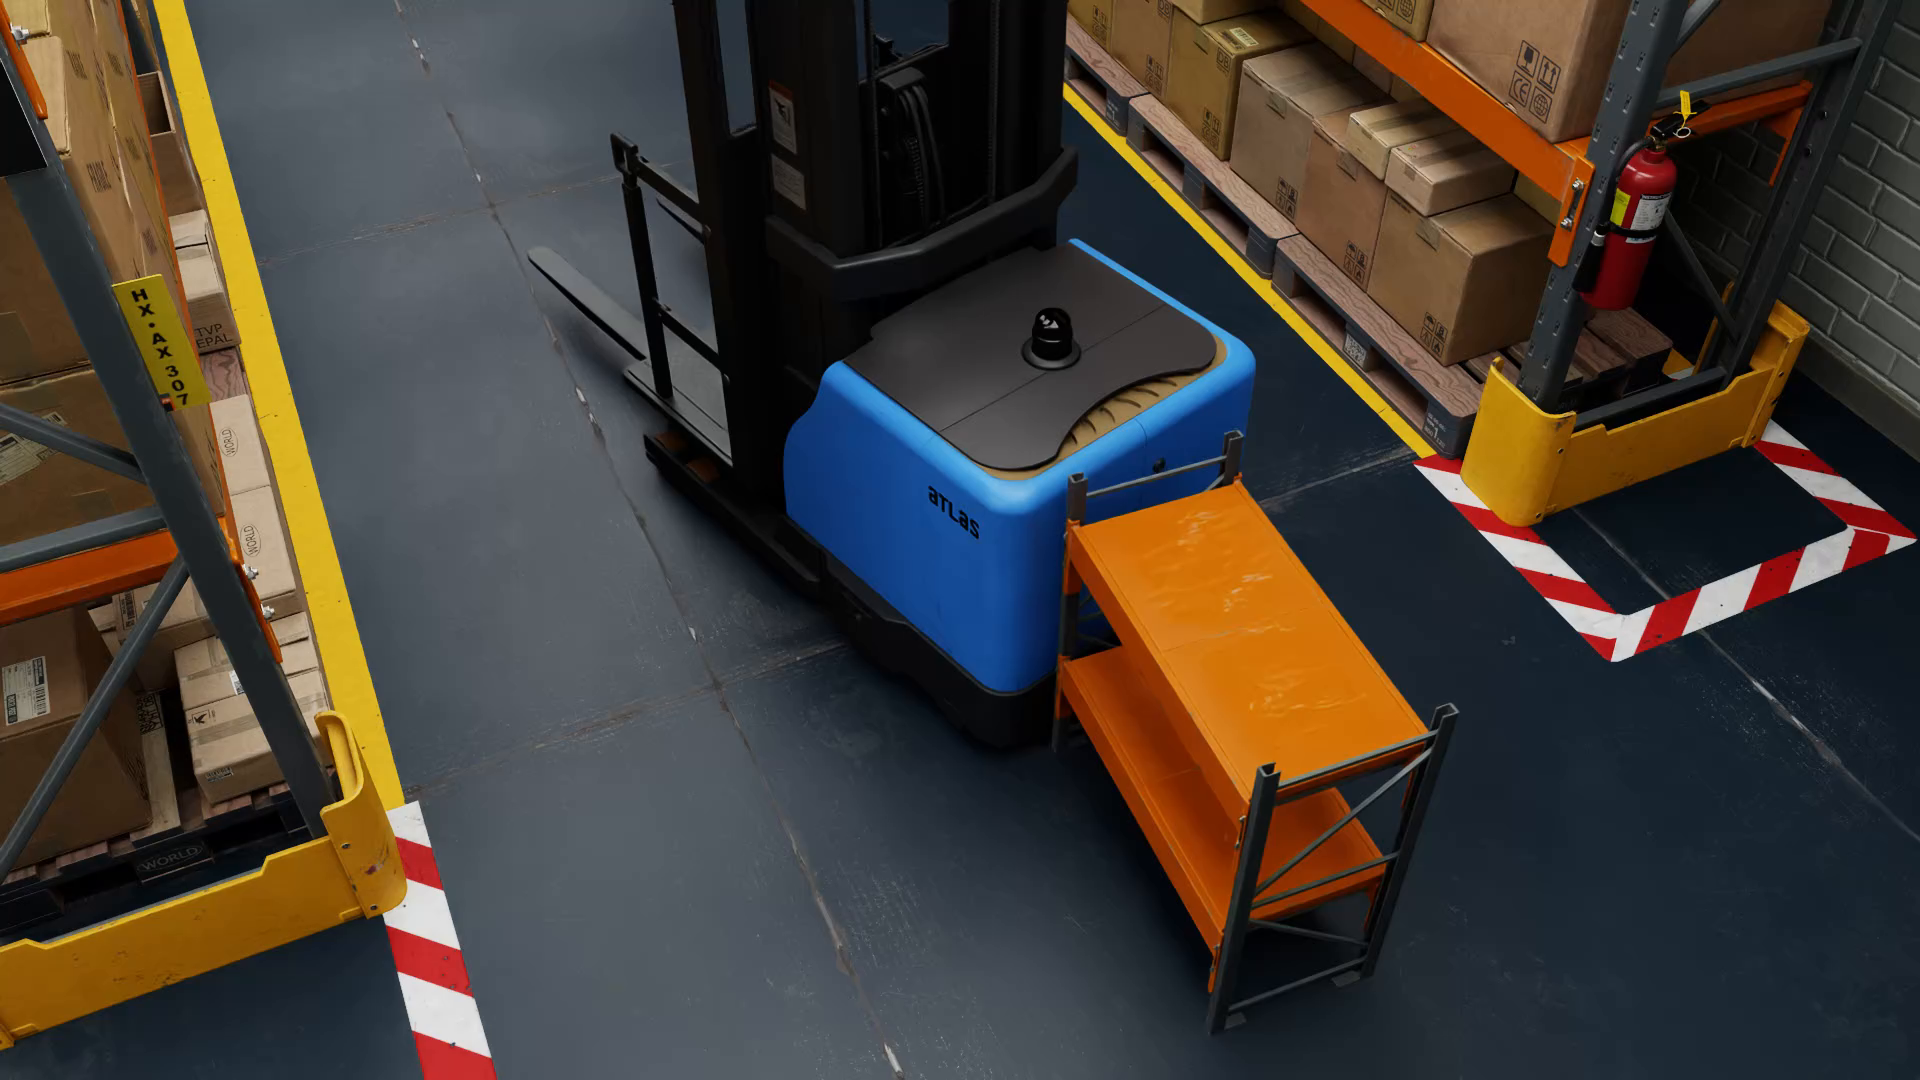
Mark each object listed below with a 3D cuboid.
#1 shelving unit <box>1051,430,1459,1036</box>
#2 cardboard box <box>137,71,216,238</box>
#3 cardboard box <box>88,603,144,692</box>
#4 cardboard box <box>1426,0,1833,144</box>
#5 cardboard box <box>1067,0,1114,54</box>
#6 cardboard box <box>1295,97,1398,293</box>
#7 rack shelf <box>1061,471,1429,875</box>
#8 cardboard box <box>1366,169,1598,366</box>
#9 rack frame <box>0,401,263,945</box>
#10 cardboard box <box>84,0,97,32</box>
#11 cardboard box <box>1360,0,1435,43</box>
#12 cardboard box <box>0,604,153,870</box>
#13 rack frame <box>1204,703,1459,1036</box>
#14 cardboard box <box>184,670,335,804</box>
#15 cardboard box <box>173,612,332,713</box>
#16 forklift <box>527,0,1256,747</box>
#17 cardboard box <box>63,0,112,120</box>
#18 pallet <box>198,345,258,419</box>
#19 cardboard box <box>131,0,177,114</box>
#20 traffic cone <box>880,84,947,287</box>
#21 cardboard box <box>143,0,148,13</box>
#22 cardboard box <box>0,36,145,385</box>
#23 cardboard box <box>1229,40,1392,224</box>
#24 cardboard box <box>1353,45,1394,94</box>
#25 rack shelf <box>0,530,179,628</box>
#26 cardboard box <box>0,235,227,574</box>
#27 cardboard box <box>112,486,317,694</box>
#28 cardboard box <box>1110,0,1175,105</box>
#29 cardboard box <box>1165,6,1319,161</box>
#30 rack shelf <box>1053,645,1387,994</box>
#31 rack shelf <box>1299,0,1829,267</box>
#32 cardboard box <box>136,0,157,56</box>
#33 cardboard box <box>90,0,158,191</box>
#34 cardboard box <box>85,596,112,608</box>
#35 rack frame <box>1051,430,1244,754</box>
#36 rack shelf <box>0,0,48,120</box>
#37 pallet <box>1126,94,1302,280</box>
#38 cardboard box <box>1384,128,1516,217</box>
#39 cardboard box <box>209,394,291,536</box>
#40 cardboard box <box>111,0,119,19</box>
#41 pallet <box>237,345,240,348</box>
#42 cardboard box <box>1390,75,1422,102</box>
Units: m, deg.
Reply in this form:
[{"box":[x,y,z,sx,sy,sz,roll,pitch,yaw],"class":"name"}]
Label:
[{"box":[0.704,0.511,4.431,0.538,1.125,1.048,-15,47,-15],"class":"shelving unit"},{"box":[-3.308,-1.465,6.566,0.500,0.500,0.500,-18,47,-17],"class":"cardboard box"},{"box":[-2.664,0.365,4.949,0.380,0.166,0.250,-18,47,-17],"class":"cardboard box"},{"box":[2.146,-1.823,5.248,0.980,0.700,0.700,-16,47,-16],"class":"cardboard box"},{"box":[0.909,-2.696,7.827,0.700,0.500,0.500,-17,47,-17],"class":"cardboard box"},{"box":[1.774,-1.389,6.503,0.700,0.500,0.500,-18,47,-18],"class":"cardboard box"},{"box":[0.704,0.303,4.226,0.538,0.278,1.000,-15,47,-15],"class":"rack shelf"},{"box":[1.985,-1.070,6.180,0.700,0.500,0.500,-18,47,-17],"class":"cardboard box"},{"box":[-2.120,0.070,3.543,0.949,2.616,0.053,-18,47,-17],"class":"rack frame"},{"box":[-2.718,-1.655,4.509,0.500,0.500,0.500,-18,48,-18],"class":"cardboard box"},{"box":[1.830,-2.283,5.715,0.980,0.700,0.700,-18,48,-18],"class":"cardboard box"},{"box":[-2.575,0.531,4.543,0.500,0.500,0.500,-18,47,-17],"class":"cardboard box"},{"box":[0.890,0.843,4.094,0.500,1.125,0.032,-15,47,-15],"class":"rack frame"},{"box":[-1.988,0.561,4.762,0.380,0.149,0.250,-18,47,-17],"class":"cardboard box"},{"box":[-2.093,0.396,4.917,0.380,0.166,0.250,-18,47,-17],"class":"cardboard box"},{"box":[-0.474,-1.380,5.062,1.130,2.935,3.031,-31,53,-28],"class":"forklift"},{"box":[-2.503,-1.332,4.181,0.500,0.500,0.500,-17,47,-17],"class":"cardboard box"},{"box":[-3.000,-0.269,5.872,1.003,0.211,1.213,-18,47,-17],"class":"pallet"},{"box":[-3.788,-2.125,7.234,0.500,0.500,0.500,-20,48,-19],"class":"cardboard box"},{"box":[-0.141,-0.878,5.098,0.139,1.202,0.309,-18,47,-17],"class":"traffic cone"},{"box":[-4.225,-2.782,7.900,0.500,0.500,0.500,-17,47,-17],"class":"cardboard box"},{"box":[-2.071,-0.681,3.521,0.500,0.500,0.500,-17,47,-16],"class":"cardboard box"},{"box":[1.562,-1.709,6.827,0.700,0.500,0.500,-19,48,-19],"class":"cardboard box"},{"box":[1.792,-1.925,6.584,0.380,0.149,0.250,-17,47,-17],"class":"cardboard box"},{"box":[-2.964,-1.017,5.018,0.919,0.124,3.809,-18,47,-17],"class":"rack shelf"},{"box":[-2.071,-0.325,3.872,0.500,0.500,0.500,-17,47,-17],"class":"cardboard box"},{"box":[-2.305,0.145,5.112,0.500,0.250,0.500,-18,47,-17],"class":"cardboard box"},{"box":[1.117,-2.375,7.502,0.700,0.500,0.500,-18,48,-18],"class":"cardboard box"},{"box":[1.331,-2.047,7.170,0.700,0.500,0.500,-17,47,-16],"class":"cardboard box"},{"box":[0.704,0.685,4.603,0.538,0.278,1.000,-15,47,-15],"class":"rack shelf"},{"box":[1.529,-2.412,6.571,1.077,0.370,4.000,-18,47,-17],"class":"rack shelf"},{"box":[-4.022,-2.461,7.575,0.500,0.500,0.500,-17,47,-17],"class":"cardboard box"},{"box":[-2.710,-1.292,4.852,0.500,0.500,0.500,-17,47,-17],"class":"cardboard box"},{"box":[-2.948,0.005,5.253,0.500,0.250,0.500,-18,47,-17],"class":"cardboard box"},{"box":[0.519,0.179,4.768,0.500,1.125,0.032,-15,47,-15],"class":"rack frame"},{"box":[-2.964,-2.015,4.033,1.077,0.370,4.000,-18,47,-17],"class":"rack shelf"},{"box":[1.453,-1.664,7.286,1.003,0.211,1.213,-18,47,-17],"class":"pallet"},{"box":[1.765,-1.329,5.980,0.380,0.149,0.250,-19,48,-18],"class":"cardboard box"},{"box":[-2.515,-0.174,5.435,0.500,0.250,0.500,-18,47,-17],"class":"cardboard box"},{"box":[-3.144,-1.942,5.512,0.500,0.500,0.500,-17,47,-16],"class":"cardboard box"},{"box":[-3.517,-1.047,6.661,1.003,0.211,1.213,-18,47,-17],"class":"pallet"},{"box":[1.900,-1.763,6.420,0.380,0.149,0.250,-18,47,-17],"class":"cardboard box"}]
